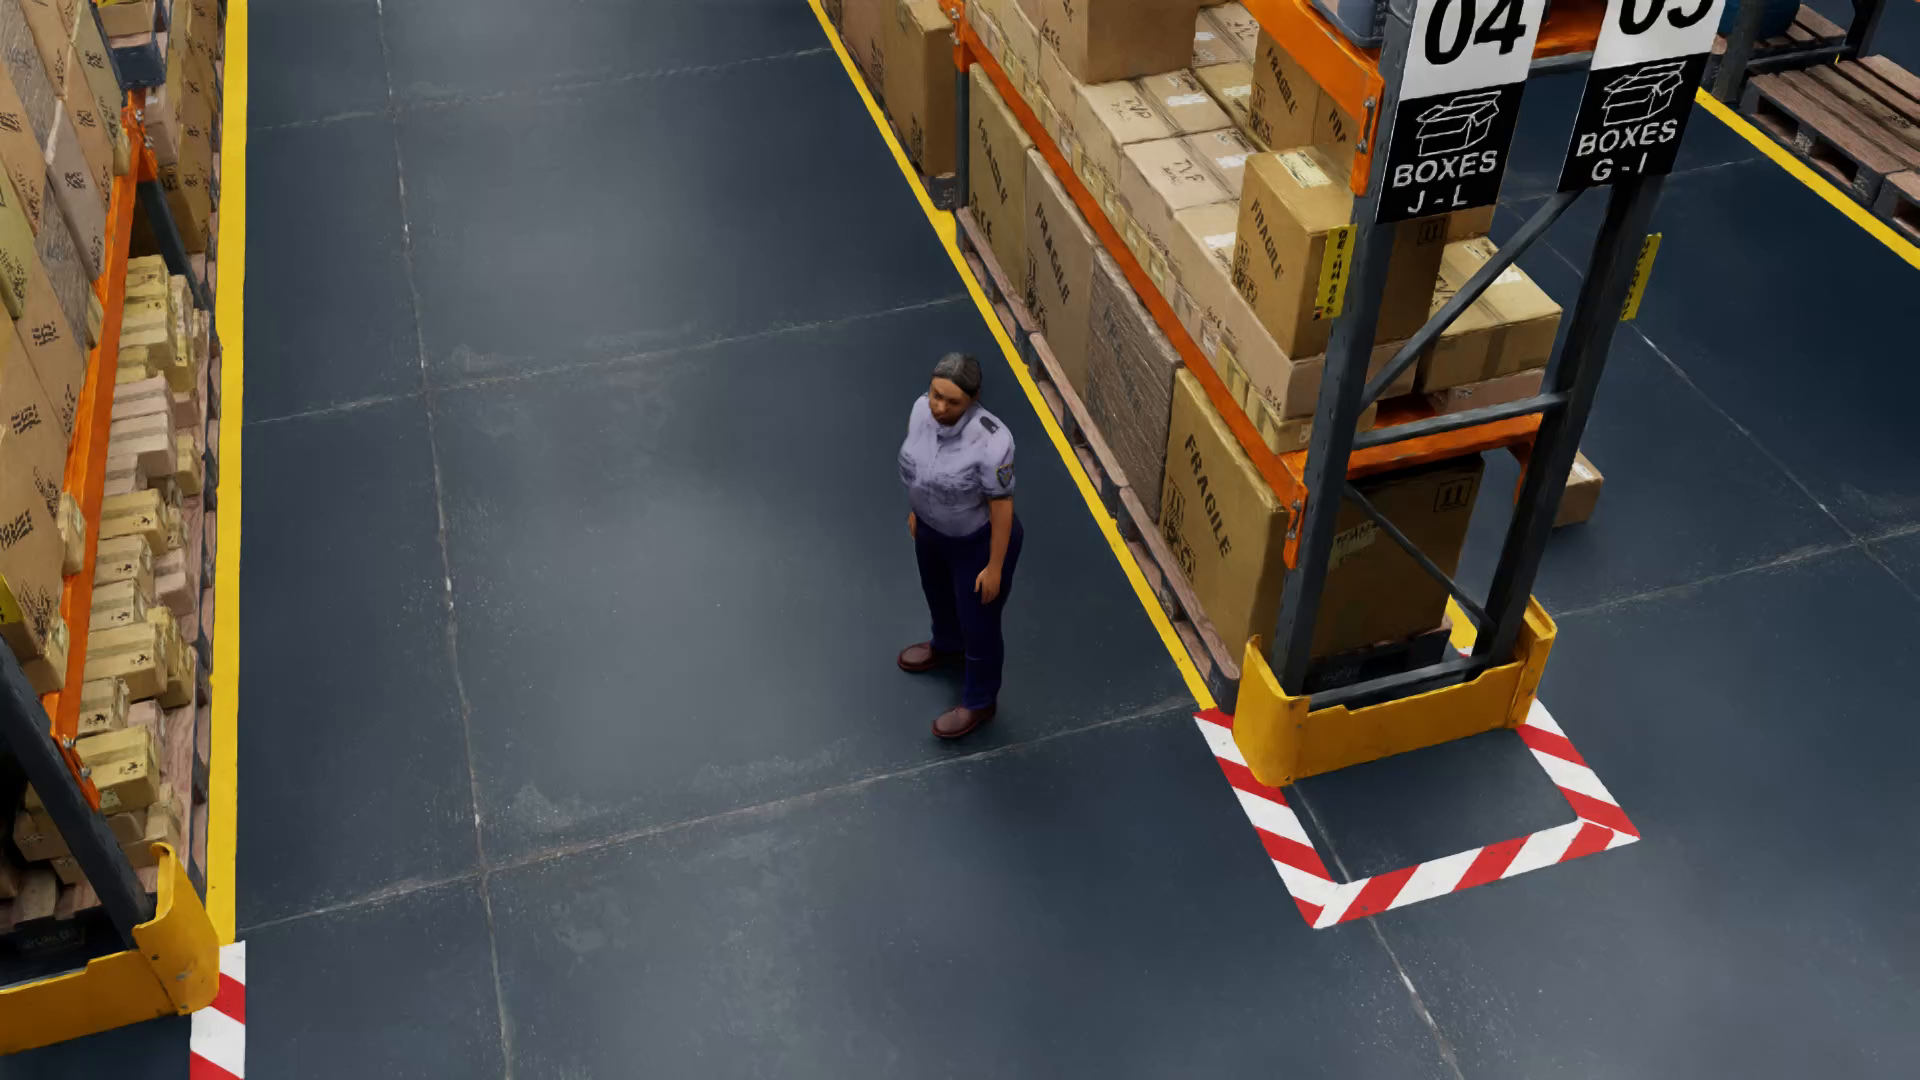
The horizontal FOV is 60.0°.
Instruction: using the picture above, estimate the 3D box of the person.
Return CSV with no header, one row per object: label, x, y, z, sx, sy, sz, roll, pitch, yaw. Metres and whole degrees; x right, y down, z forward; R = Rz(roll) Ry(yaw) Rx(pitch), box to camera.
person,-0.042,0.005,6.135,0.451,1.651,0.565,-33,52,-31
